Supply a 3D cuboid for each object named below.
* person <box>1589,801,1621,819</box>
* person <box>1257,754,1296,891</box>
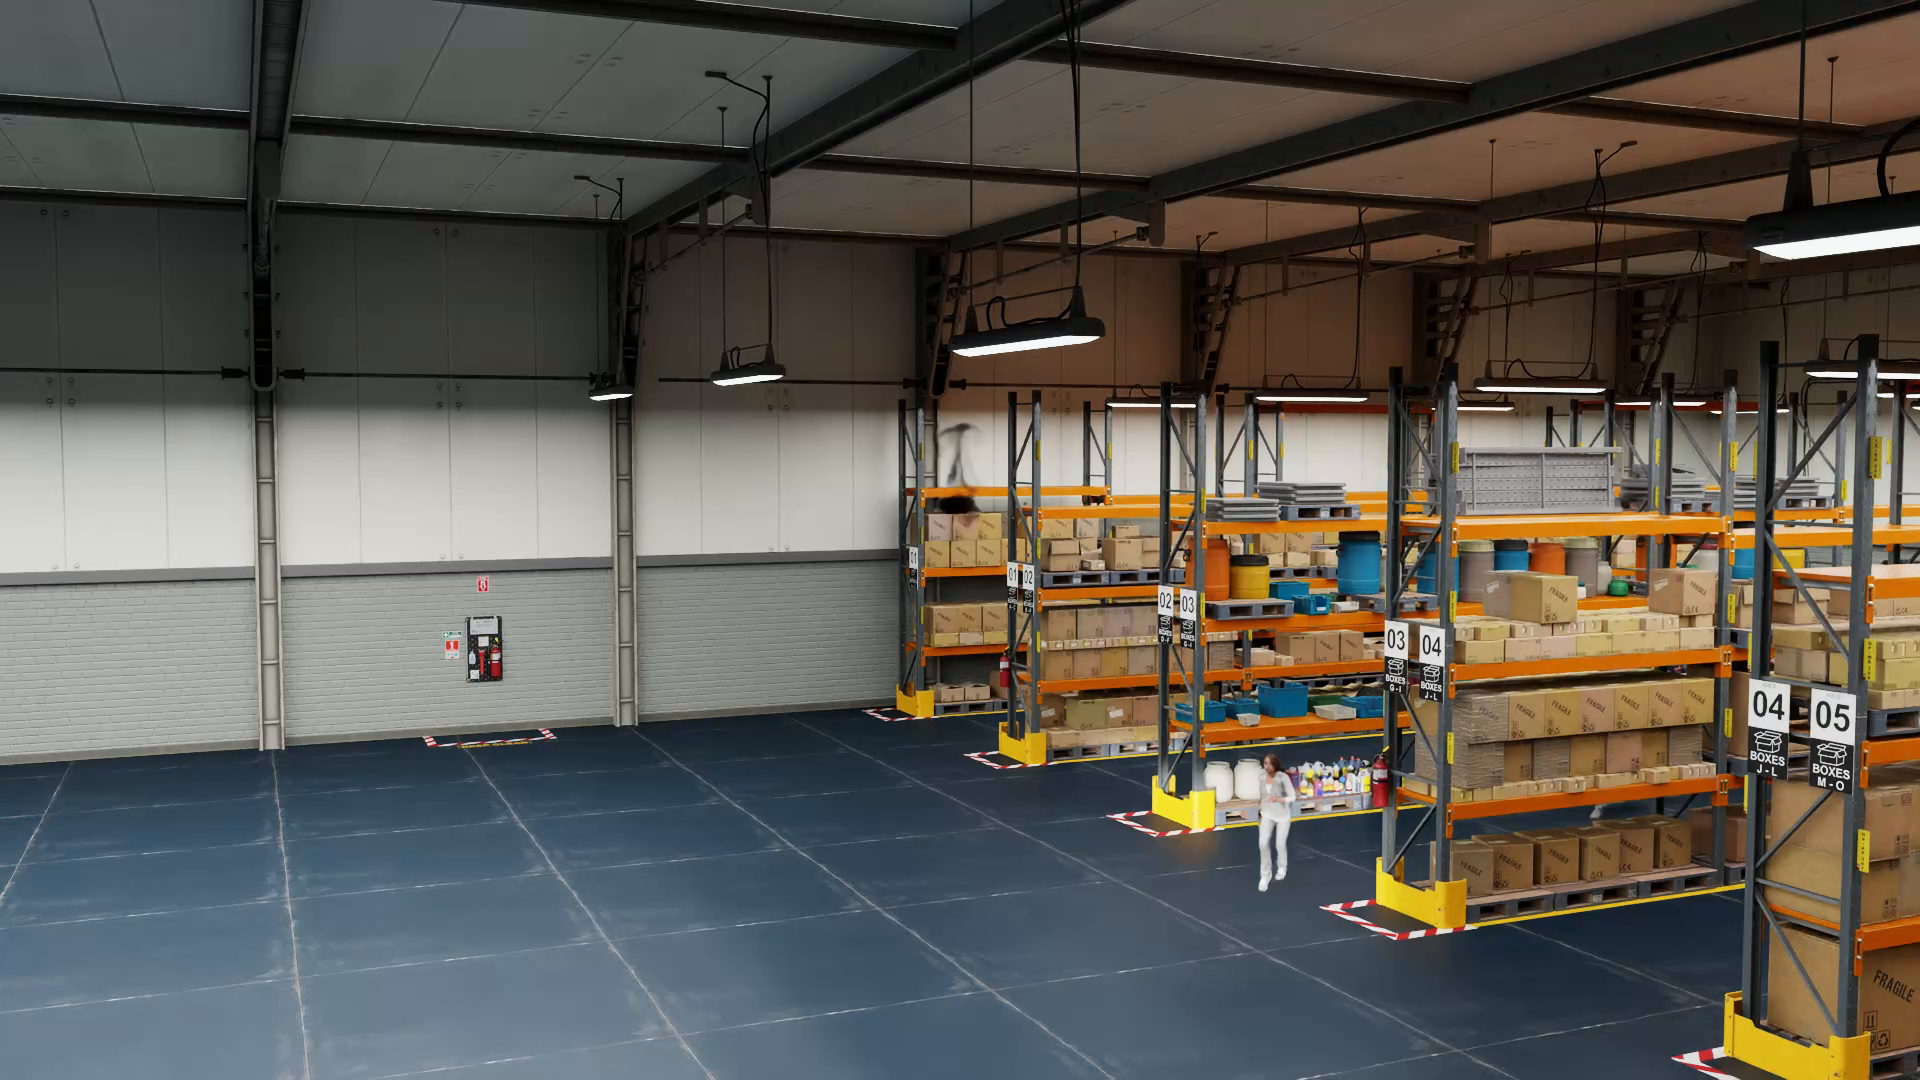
[{"bbox_3d":[9.056,2.988,23.127,1.057,1.714,0.744,-3,5,-44],"label":"person"},{"bbox_3d":[3.662,3.256,19.258,0.524,1.630,0.781,2,4,26],"label":"person"}]
